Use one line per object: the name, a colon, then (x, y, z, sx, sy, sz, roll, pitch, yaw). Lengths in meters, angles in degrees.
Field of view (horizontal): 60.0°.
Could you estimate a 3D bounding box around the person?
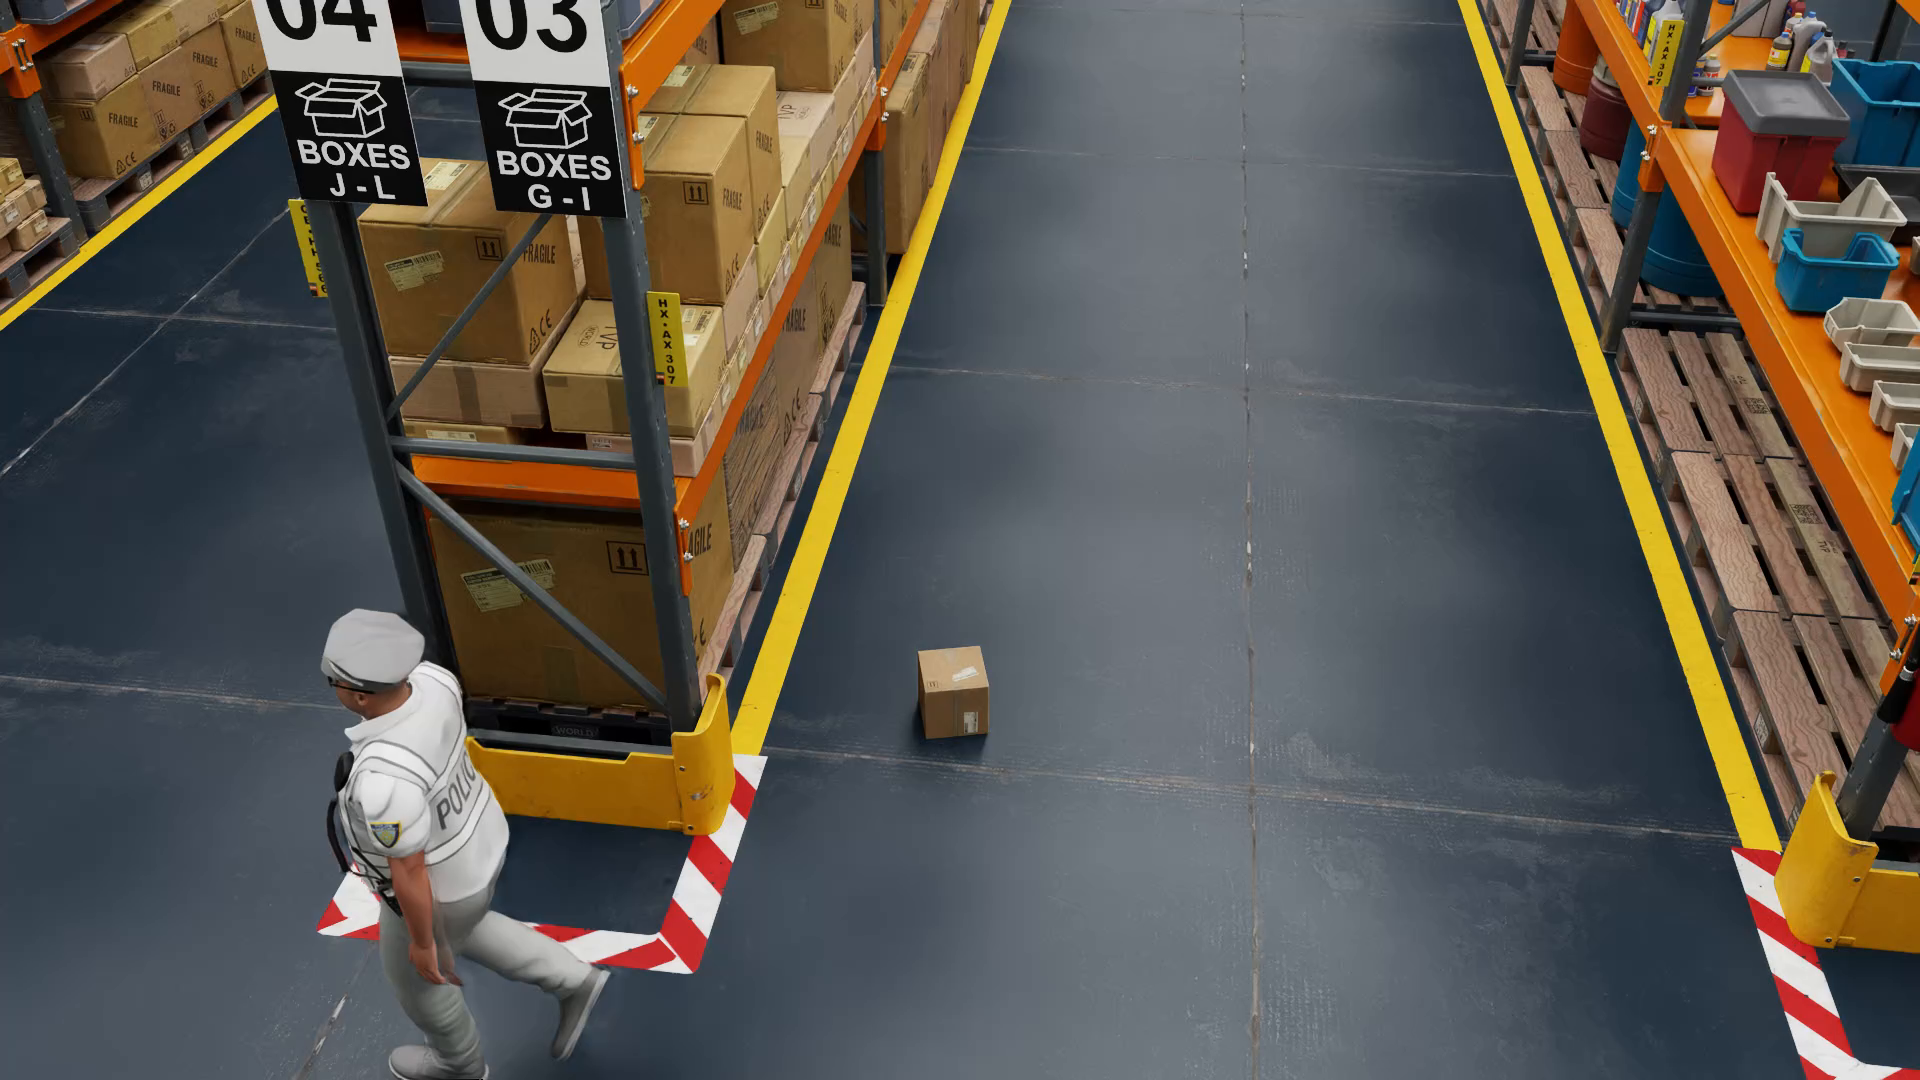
person: (-1.453, 0.935, 4.809, 0.701, 1.746, 0.599, 2, 36, 3)
